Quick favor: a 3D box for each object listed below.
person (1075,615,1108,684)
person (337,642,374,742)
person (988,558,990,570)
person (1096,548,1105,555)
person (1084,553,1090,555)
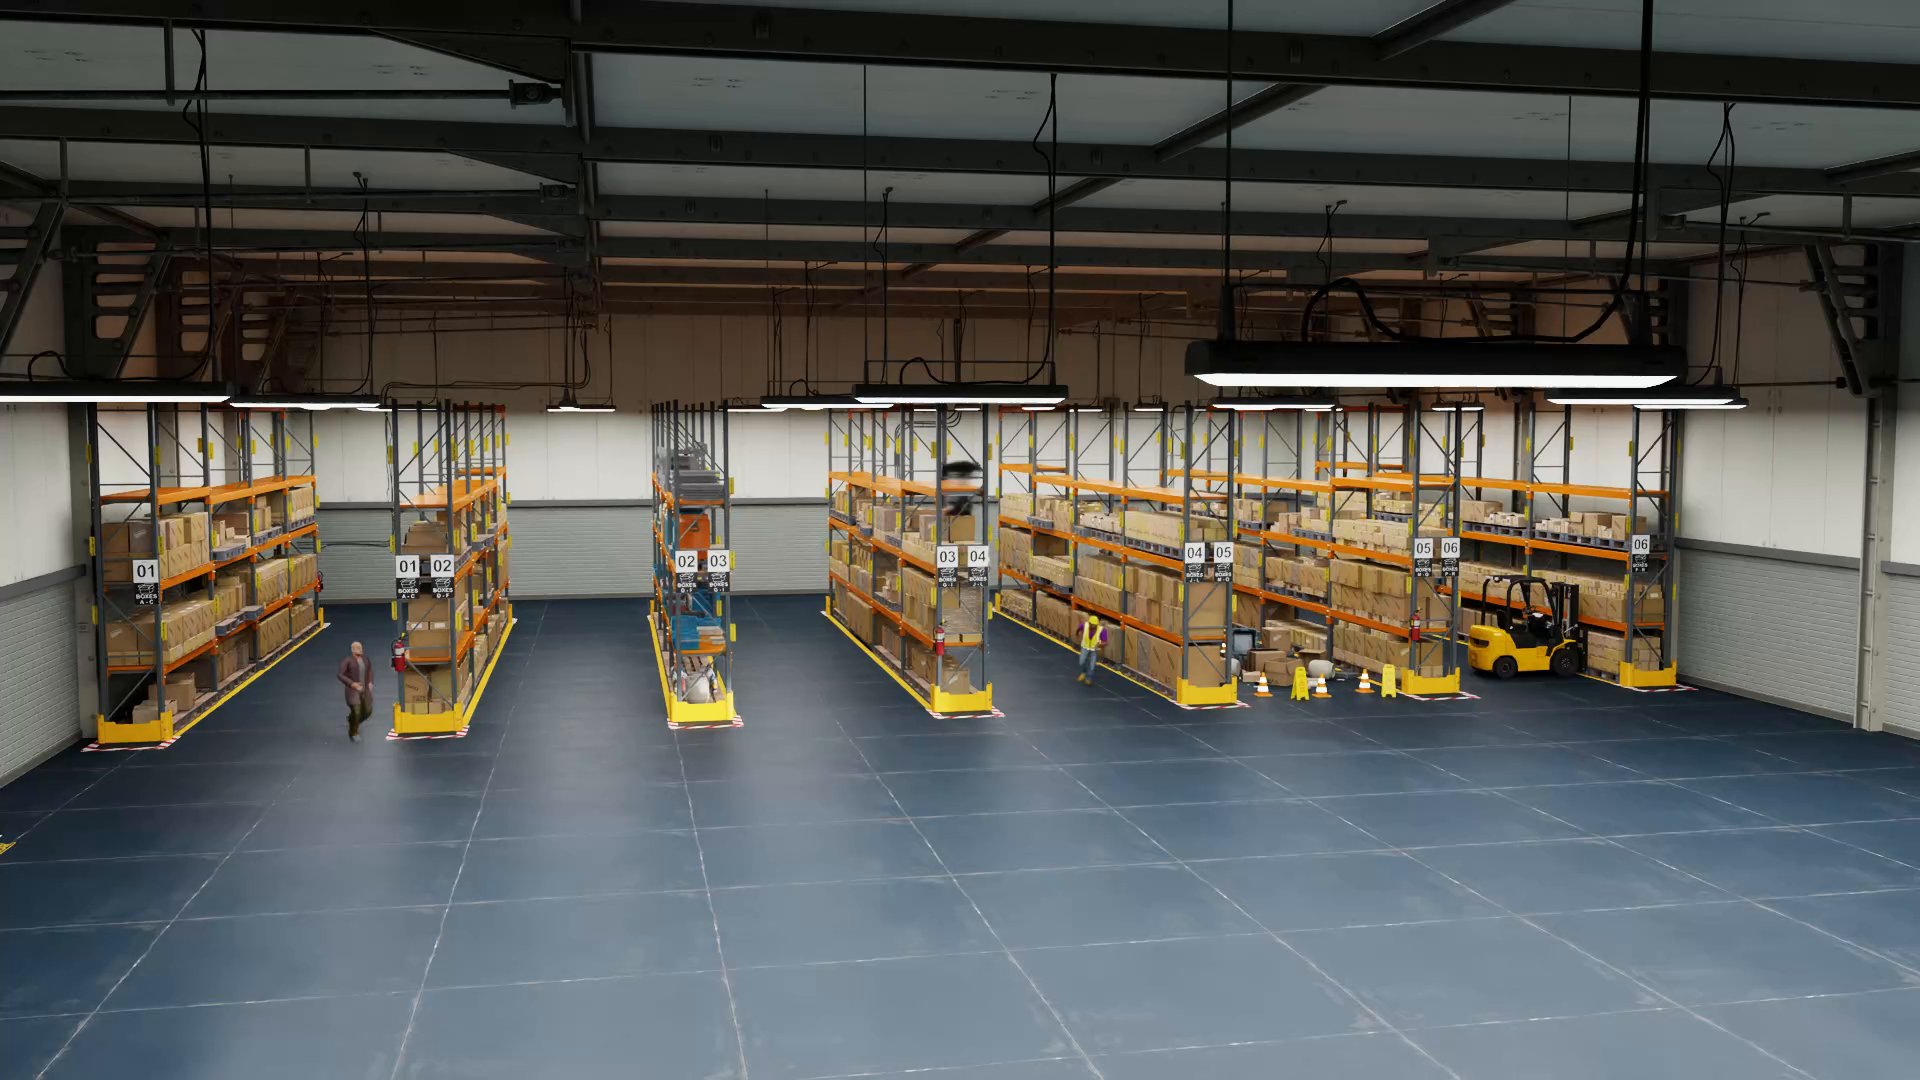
[{"bbox_3d":[2.752,2.310,35.005,0.738,1.523,0.985,1,4,9],"label":"person"},{"bbox_3d":[-10.601,2.665,29.270,0.666,1.749,0.753,3,5,38],"label":"person"},{"bbox_3d":[0.572,1.094,49.596,0.665,1.753,0.667,2,5,21],"label":"person"},{"bbox_3d":[4.318,1.065,50.895,0.724,1.711,0.554,-1,4,-11],"label":"person"},{"bbox_3d":[3.851,1.214,48.927,0.935,1.681,0.602,2,5,26],"label":"person"}]
